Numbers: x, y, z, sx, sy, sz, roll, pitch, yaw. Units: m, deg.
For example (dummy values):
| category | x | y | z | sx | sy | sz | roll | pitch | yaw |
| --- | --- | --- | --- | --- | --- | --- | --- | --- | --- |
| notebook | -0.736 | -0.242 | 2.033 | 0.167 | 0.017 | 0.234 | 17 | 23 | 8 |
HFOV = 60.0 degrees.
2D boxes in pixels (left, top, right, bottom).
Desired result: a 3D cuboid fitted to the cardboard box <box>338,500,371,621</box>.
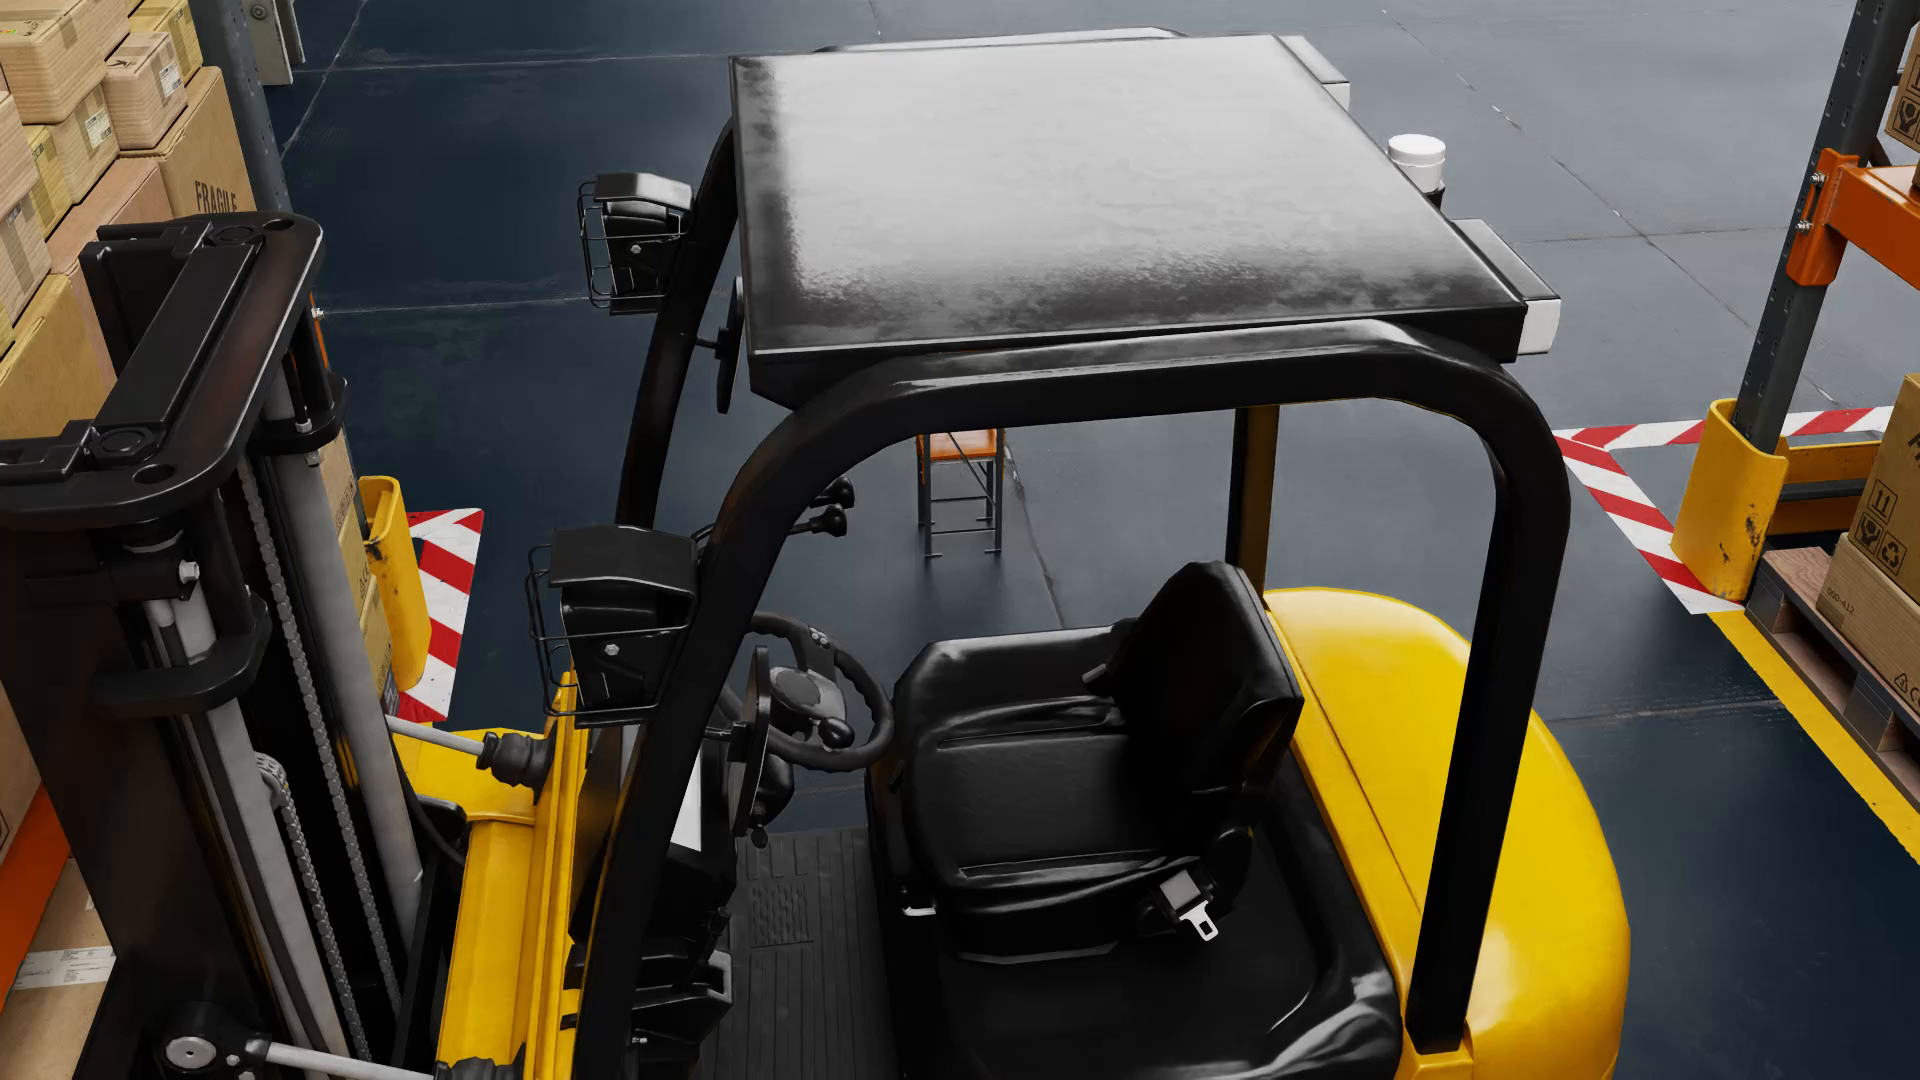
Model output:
| category | x | y | z | sx | sy | sz | roll | pitch | yaw |
| --- | --- | --- | --- | --- | --- | --- | --- | --- | --- |
| cardboard box | -1.731 | 0.148 | 3.994 | 0.500 | 0.250 | 0.500 | -5 | 35 | -7 |

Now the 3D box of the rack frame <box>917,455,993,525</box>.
| category | x | y | z | sx | sy | sz | roll | pitch | yaw |
| --- | --- | --- | --- | --- | --- | --- | --- | --- | --- |
| rack frame | -0.014 | -0.555 | 4.999 | 0.240 | 1.200 | 0.006 | -4 | 35 | -6 |

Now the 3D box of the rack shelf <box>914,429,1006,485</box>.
| category | x | y | z | sx | sy | sz | roll | pitch | yaw |
| --- | --- | --- | --- | --- | --- | --- | --- | --- | --- |
| rack shelf | -0.002 | -0.269 | 5.084 | 0.258 | 0.103 | 0.180 | -4 | 35 | -6 |

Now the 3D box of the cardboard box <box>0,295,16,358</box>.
| category | x | y | z | sx | sy | sz | roll | pitch | yaw |
| --- | --- | --- | --- | --- | --- | --- | --- | --- | --- |
| cardboard box | -1.585 | -0.279 | 2.331 | 0.380 | 0.149 | 0.250 | -4 | 34 | -6 |

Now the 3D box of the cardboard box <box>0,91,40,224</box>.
| category | x | y | z | sx | sy | sz | roll | pitch | yaw |
| --- | --- | --- | --- | --- | --- | --- | --- | --- | --- |
| cardboard box | -1.618 | -0.544 | 2.455 | 0.380 | 0.149 | 0.250 | -4 | 34 | -5 |

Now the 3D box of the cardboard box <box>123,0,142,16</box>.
| category | x | y | z | sx | sy | sz | roll | pitch | yaw |
| --- | --- | --- | --- | --- | --- | --- | --- | --- | --- |
| cardboard box | -1.849 | -1.104 | 3.278 | 0.380 | 0.149 | 0.250 | -4 | 35 | -6 |

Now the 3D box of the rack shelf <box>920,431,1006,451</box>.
| category | x | y | z | sx | sy | sz | roll | pitch | yaw |
| --- | --- | --- | --- | --- | --- | --- | --- | --- | --- |
| rack shelf | -0.002 | -0.368 | 5.017 | 0.258 | 0.103 | 0.180 | -4 | 35 | -6 |

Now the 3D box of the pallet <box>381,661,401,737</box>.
| category | x | y | z | sx | sy | sz | roll | pitch | yaw |
| --- | --- | --- | --- | --- | --- | --- | --- | --- | --- |
| pallet | -1.962 | 0.720 | 4.006 | 1.003 | 0.211 | 1.213 | -4 | 35 | -6 |

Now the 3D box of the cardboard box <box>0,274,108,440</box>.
| category | x | y | z | sx | sy | sz | roll | pitch | yaw |
| --- | --- | --- | --- | --- | --- | --- | --- | --- | --- |
| cardboard box | -1.650 | -0.066 | 2.595 | 0.500 | 0.500 | 0.500 | -5 | 35 | -7 |

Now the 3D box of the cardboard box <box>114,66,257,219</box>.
| category | x | y | z | sx | sy | sz | roll | pitch | yaw |
| --- | --- | --- | --- | --- | --- | --- | --- | --- | --- |
| cardboard box | -1.780 | -0.643 | 3.440 | 0.500 | 0.500 | 0.500 | -5 | 35 | -7 |

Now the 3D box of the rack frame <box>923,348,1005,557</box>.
| category | x | y | z | sx | sy | sz | roll | pitch | yaw |
| --- | --- | --- | --- | --- | --- | --- | --- | --- | --- |
| rack frame | 0.010 | -0.453 | 4.849 | 0.240 | 1.200 | 0.006 | -4 | 35 | -6 |

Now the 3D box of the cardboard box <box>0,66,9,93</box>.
| category | x | y | z | sx | sy | sz | roll | pitch | yaw |
| --- | --- | --- | --- | --- | --- | --- | --- | --- | --- |
| cardboard box | -1.763 | -0.681 | 2.656 | 0.380 | 0.149 | 0.250 | -4 | 34 | -6 |

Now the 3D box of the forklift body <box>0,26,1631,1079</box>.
| category | x | y | z | sx | sy | sz | roll | pitch | yaw |
| --- | --- | --- | --- | --- | --- | --- | --- | --- | --- |
| forklift body | -0.043 | 0.415 | 2.731 | 2.313 | 2.155 | 1.214 | -4 | 35 | -6 |

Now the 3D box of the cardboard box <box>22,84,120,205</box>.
| category | x | y | z | sx | sy | sz | roll | pitch | yaw |
| --- | --- | --- | --- | --- | --- | --- | --- | --- | --- |
| cardboard box | -1.744 | -0.703 | 2.954 | 0.380 | 0.149 | 0.250 | -4 | 34 | -5 |

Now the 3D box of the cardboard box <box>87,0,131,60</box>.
| category | x | y | z | sx | sy | sz | roll | pitch | yaw |
| --- | --- | --- | --- | --- | --- | --- | --- | --- | --- |
| cardboard box | -1.785 | -0.969 | 3.079 | 0.380 | 0.149 | 0.250 | -4 | 35 | -6 |

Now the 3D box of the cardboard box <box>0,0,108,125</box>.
| category | x | y | z | sx | sy | sz | roll | pitch | yaw |
| --- | --- | --- | --- | --- | --- | --- | --- | --- | --- |
| cardboard box | -1.723 | -0.825 | 2.868 | 0.380 | 0.149 | 0.250 | -4 | 34 | -5 |

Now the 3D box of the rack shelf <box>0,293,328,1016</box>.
| category | x | y | z | sx | sy | sz | roll | pitch | yaw |
| --- | --- | --- | --- | --- | --- | --- | --- | --- | --- |
| rack shelf | -1.837 | 0.557 | 2.407 | 1.077 | 0.370 | 4.000 | -4 | 35 | -6 |

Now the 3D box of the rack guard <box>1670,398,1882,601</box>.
| category | x | y | z | sx | sy | sz | roll | pitch | yaw |
| --- | --- | --- | --- | --- | --- | --- | --- | --- | --- |
| rack guard | 2.822 | -0.159 | 5.039 | 1.175 | 0.500 | 0.348 | -4 | 35 | -6 |

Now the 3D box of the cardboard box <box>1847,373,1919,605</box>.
| category | x | y | z | sx | sy | sz | roll | pitch | yaw |
| --- | --- | --- | --- | --- | --- | --- | --- | --- | --- |
| cardboard box | 2.650 | -0.097 | 4.131 | 0.500 | 0.500 | 0.500 | -5 | 35 | -8 |

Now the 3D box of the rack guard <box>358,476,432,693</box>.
| category | x | y | z | sx | sy | sz | roll | pitch | yaw |
| --- | --- | --- | --- | --- | --- | --- | --- | --- | --- |
| rack guard | -2.109 | 0.164 | 4.566 | 1.175 | 0.500 | 0.348 | -4 | 35 | -6 |

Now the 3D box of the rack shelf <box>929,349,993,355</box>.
| category | x | y | z | sx | sy | sz | roll | pitch | yaw |
| --- | --- | --- | --- | --- | --- | --- | --- | --- | --- |
| rack shelf | -0.002 | -0.566 | 4.881 | 0.258 | 0.103 | 0.180 | -4 | 35 | -6 |

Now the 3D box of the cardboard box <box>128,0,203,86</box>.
| category | x | y | z | sx | sy | sz | roll | pitch | yaw |
| --- | --- | --- | --- | --- | --- | --- | --- | --- | --- |
| cardboard box | -1.782 | -0.993 | 3.379 | 0.380 | 0.149 | 0.250 | -4 | 34 | -6 |

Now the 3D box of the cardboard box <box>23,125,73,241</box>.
| category | x | y | z | sx | sy | sz | roll | pitch | yaw |
| --- | --- | --- | --- | --- | --- | --- | --- | --- | --- |
| cardboard box | -1.722 | -0.564 | 2.749 | 0.380 | 0.149 | 0.250 | -5 | 35 | -7 |

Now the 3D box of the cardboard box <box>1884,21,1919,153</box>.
| category | x | y | z | sx | sy | sz | roll | pitch | yaw |
| --- | --- | --- | --- | --- | --- | --- | --- | --- | --- |
| cardboard box | 2.601 | -1.113 | 3.866 | 0.500 | 0.500 | 0.500 | -5 | 35 | -7 |

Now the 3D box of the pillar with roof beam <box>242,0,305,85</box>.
| category | x | y | z | sx | sy | sz | roll | pitch | yaw |
| --- | --- | --- | --- | --- | --- | --- | --- | --- | --- |
| pillar with roof beam | 0.553 | -6.552 | 6.874 | 9.100 | 9.000 | 0.400 | -4 | 35 | -6 |

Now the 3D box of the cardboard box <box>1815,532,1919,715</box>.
| category | x | y | z | sx | sy | sz | roll | pitch | yaw |
| --- | --- | --- | --- | --- | --- | --- | --- | --- | --- |
| cardboard box | 2.646 | 0.200 | 4.362 | 0.500 | 0.250 | 0.500 | -5 | 35 | -7 |

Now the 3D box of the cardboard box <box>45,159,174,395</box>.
| category | x | y | z | sx | sy | sz | roll | pitch | yaw |
| --- | --- | --- | --- | --- | --- | --- | --- | --- | --- |
| cardboard box | -1.719 | -0.352 | 3.015 | 0.500 | 0.500 | 0.500 | -3 | 34 | -5 |

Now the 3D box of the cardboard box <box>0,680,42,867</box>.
| category | x | y | z | sx | sy | sz | roll | pitch | yaw |
| --- | --- | --- | --- | --- | --- | --- | --- | --- | --- |
| cardboard box | -1.571 | 0.213 | 2.185 | 0.500 | 0.500 | 0.500 | -4 | 34 | -6 |

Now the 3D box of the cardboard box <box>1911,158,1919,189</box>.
| category | x | y | z | sx | sy | sz | roll | pitch | yaw |
| --- | --- | --- | --- | --- | --- | --- | --- | --- | --- |
| cardboard box | 2.653 | -0.925 | 4.167 | 0.380 | 0.149 | 0.250 | -4 | 35 | -6 |

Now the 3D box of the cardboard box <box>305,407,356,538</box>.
| category | x | y | z | sx | sy | sz | roll | pitch | yaw |
| --- | --- | --- | --- | --- | --- | --- | --- | --- | --- |
| cardboard box | -1.735 | -0.073 | 3.874 | 0.500 | 0.250 | 0.500 | -3 | 34 | -5 |

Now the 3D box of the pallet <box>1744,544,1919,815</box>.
| category | x | y | z | sx | sy | sz | roll | pitch | yaw |
| --- | --- | --- | --- | --- | --- | --- | --- | --- | --- |
| pallet | 2.896 | 0.417 | 4.451 | 1.003 | 0.211 | 1.213 | -4 | 35 | -6 |

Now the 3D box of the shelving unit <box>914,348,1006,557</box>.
| category | x | y | z | sx | sy | sz | roll | pitch | yaw |
| --- | --- | --- | --- | --- | --- | --- | --- | --- | --- |
| shelving unit | -0.002 | -0.504 | 4.924 | 0.258 | 1.200 | 0.189 | -4 | 35 | -6 |

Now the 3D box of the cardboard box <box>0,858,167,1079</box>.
| category | x | y | z | sx | sy | sz | roll | pitch | yaw |
| --- | --- | --- | --- | --- | --- | --- | --- | --- | --- |
| cardboard box | -1.522 | 0.776 | 2.629 | 0.500 | 0.250 | 0.500 | -5 | 35 | -7 |

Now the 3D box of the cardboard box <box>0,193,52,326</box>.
| category | x | y | z | sx | sy | sz | roll | pitch | yaw |
| --- | --- | --- | --- | --- | --- | --- | --- | --- | --- |
| cardboard box | -1.639 | -0.419 | 2.536 | 0.380 | 0.149 | 0.250 | -5 | 35 | -8 |

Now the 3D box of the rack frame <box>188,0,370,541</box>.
| category | x | y | z | sx | sy | sz | roll | pitch | yaw |
| --- | --- | --- | --- | --- | --- | --- | --- | --- | --- |
| rack frame | -2.106 | -0.856 | 3.842 | 1.000 | 3.000 | 0.127 | -4 | 35 | -6 |

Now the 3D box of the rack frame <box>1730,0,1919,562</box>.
| category | x | y | z | sx | sy | sz | roll | pitch | yaw |
| --- | --- | --- | --- | --- | --- | --- | --- | --- | --- |
| rack frame | 2.812 | -1.234 | 4.397 | 1.000 | 3.000 | 0.127 | -4 | 35 | -6 |

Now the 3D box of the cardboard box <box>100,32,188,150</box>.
| category | x | y | z | sx | sy | sz | roll | pitch | yaw |
| --- | --- | --- | --- | --- | --- | --- | --- | --- | --- |
| cardboard box | -1.718 | -0.853 | 3.173 | 0.380 | 0.149 | 0.250 | -4 | 34 | -6 |

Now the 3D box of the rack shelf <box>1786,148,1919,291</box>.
| category | x | y | z | sx | sy | sz | roll | pitch | yaw |
| --- | --- | --- | --- | --- | --- | --- | --- | --- | --- |
| rack shelf | 3.081 | 0.179 | 2.962 | 1.077 | 0.370 | 4.000 | -4 | 35 | -6 |

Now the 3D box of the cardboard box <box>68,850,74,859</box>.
| category | x | y | z | sx | sy | sz | roll | pitch | yaw |
| --- | --- | --- | --- | --- | --- | --- | --- | --- | --- |
| cardboard box | -1.583 | 0.492 | 3.045 | 0.500 | 0.250 | 0.500 | -4 | 34 | -6 |

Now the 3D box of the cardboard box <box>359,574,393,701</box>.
| category | x | y | z | sx | sy | sz | roll | pitch | yaw |
| --- | --- | --- | --- | --- | --- | --- | --- | --- | --- |
| cardboard box | -1.730 | 0.345 | 4.149 | 0.500 | 0.250 | 0.500 | -4 | 34 | -6 |
